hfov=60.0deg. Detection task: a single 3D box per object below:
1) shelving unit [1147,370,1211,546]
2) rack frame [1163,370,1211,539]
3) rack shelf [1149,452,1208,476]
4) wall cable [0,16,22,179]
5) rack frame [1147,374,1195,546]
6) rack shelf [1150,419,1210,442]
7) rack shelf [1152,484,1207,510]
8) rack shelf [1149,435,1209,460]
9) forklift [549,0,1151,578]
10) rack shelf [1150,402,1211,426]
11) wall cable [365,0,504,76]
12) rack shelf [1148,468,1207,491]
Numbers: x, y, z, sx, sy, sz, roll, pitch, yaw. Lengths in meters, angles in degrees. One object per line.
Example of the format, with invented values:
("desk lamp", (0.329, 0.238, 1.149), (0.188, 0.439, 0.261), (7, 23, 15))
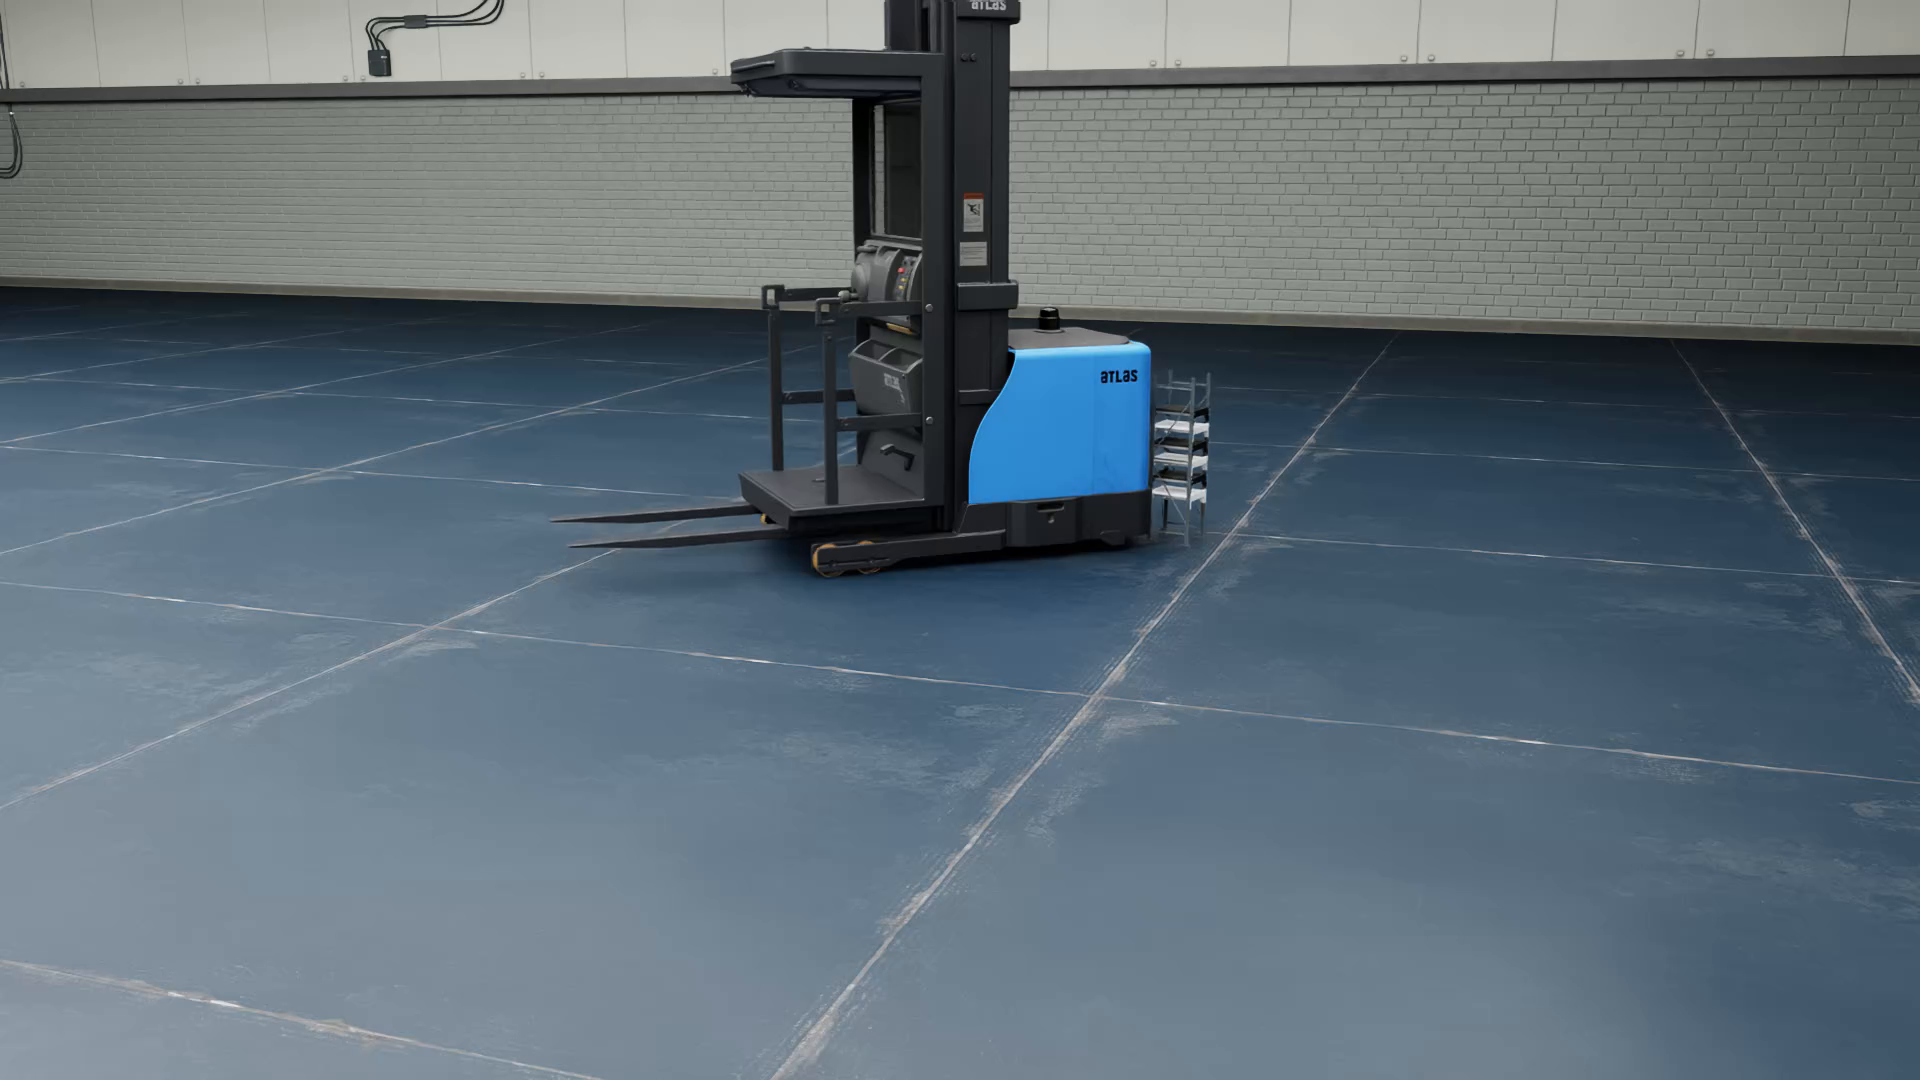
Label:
("shelving unit", (1.168, -0.440, 8.883), (0.258, 0.900, 0.210), (9, 16, 30))
("rack frame", (1.222, -0.460, 8.968), (0.240, 0.900, 0.006), (9, 16, 30))
("rack shelf", (1.168, -0.408, 8.891), (0.258, 0.077, 0.200), (9, 16, 30))
("wall cable", (-16.407, -7.077, 26.749), (3.097, 2.526, 0.112), (4, 14, 18))
("rack frame", (1.115, -0.420, 8.799), (0.240, 0.900, 0.006), (9, 16, 30))
("rack shelf", (1.170, -0.583, 8.849), (0.258, 0.077, 0.200), (9, 16, 30))
("rack shelf", (1.167, -0.233, 8.933), (0.258, 0.077, 0.200), (9, 16, 30))
("rack shelf", (1.169, -0.495, 8.870), (0.258, 0.077, 0.200), (9, 16, 30))
("forklift", (-0.562, -1.375, 8.426), (3.031, 2.935, 1.130), (-5, 14, -21))
("rack shelf", (1.170, -0.670, 8.828), (0.258, 0.077, 0.200), (9, 16, 30))
("wall cable", (-7.430, -9.562, 23.016), (2.305, 6.003, 0.169), (4, 14, 18))
("rack shelf", (1.168, -0.320, 8.912), (0.258, 0.077, 0.200), (9, 16, 30))
